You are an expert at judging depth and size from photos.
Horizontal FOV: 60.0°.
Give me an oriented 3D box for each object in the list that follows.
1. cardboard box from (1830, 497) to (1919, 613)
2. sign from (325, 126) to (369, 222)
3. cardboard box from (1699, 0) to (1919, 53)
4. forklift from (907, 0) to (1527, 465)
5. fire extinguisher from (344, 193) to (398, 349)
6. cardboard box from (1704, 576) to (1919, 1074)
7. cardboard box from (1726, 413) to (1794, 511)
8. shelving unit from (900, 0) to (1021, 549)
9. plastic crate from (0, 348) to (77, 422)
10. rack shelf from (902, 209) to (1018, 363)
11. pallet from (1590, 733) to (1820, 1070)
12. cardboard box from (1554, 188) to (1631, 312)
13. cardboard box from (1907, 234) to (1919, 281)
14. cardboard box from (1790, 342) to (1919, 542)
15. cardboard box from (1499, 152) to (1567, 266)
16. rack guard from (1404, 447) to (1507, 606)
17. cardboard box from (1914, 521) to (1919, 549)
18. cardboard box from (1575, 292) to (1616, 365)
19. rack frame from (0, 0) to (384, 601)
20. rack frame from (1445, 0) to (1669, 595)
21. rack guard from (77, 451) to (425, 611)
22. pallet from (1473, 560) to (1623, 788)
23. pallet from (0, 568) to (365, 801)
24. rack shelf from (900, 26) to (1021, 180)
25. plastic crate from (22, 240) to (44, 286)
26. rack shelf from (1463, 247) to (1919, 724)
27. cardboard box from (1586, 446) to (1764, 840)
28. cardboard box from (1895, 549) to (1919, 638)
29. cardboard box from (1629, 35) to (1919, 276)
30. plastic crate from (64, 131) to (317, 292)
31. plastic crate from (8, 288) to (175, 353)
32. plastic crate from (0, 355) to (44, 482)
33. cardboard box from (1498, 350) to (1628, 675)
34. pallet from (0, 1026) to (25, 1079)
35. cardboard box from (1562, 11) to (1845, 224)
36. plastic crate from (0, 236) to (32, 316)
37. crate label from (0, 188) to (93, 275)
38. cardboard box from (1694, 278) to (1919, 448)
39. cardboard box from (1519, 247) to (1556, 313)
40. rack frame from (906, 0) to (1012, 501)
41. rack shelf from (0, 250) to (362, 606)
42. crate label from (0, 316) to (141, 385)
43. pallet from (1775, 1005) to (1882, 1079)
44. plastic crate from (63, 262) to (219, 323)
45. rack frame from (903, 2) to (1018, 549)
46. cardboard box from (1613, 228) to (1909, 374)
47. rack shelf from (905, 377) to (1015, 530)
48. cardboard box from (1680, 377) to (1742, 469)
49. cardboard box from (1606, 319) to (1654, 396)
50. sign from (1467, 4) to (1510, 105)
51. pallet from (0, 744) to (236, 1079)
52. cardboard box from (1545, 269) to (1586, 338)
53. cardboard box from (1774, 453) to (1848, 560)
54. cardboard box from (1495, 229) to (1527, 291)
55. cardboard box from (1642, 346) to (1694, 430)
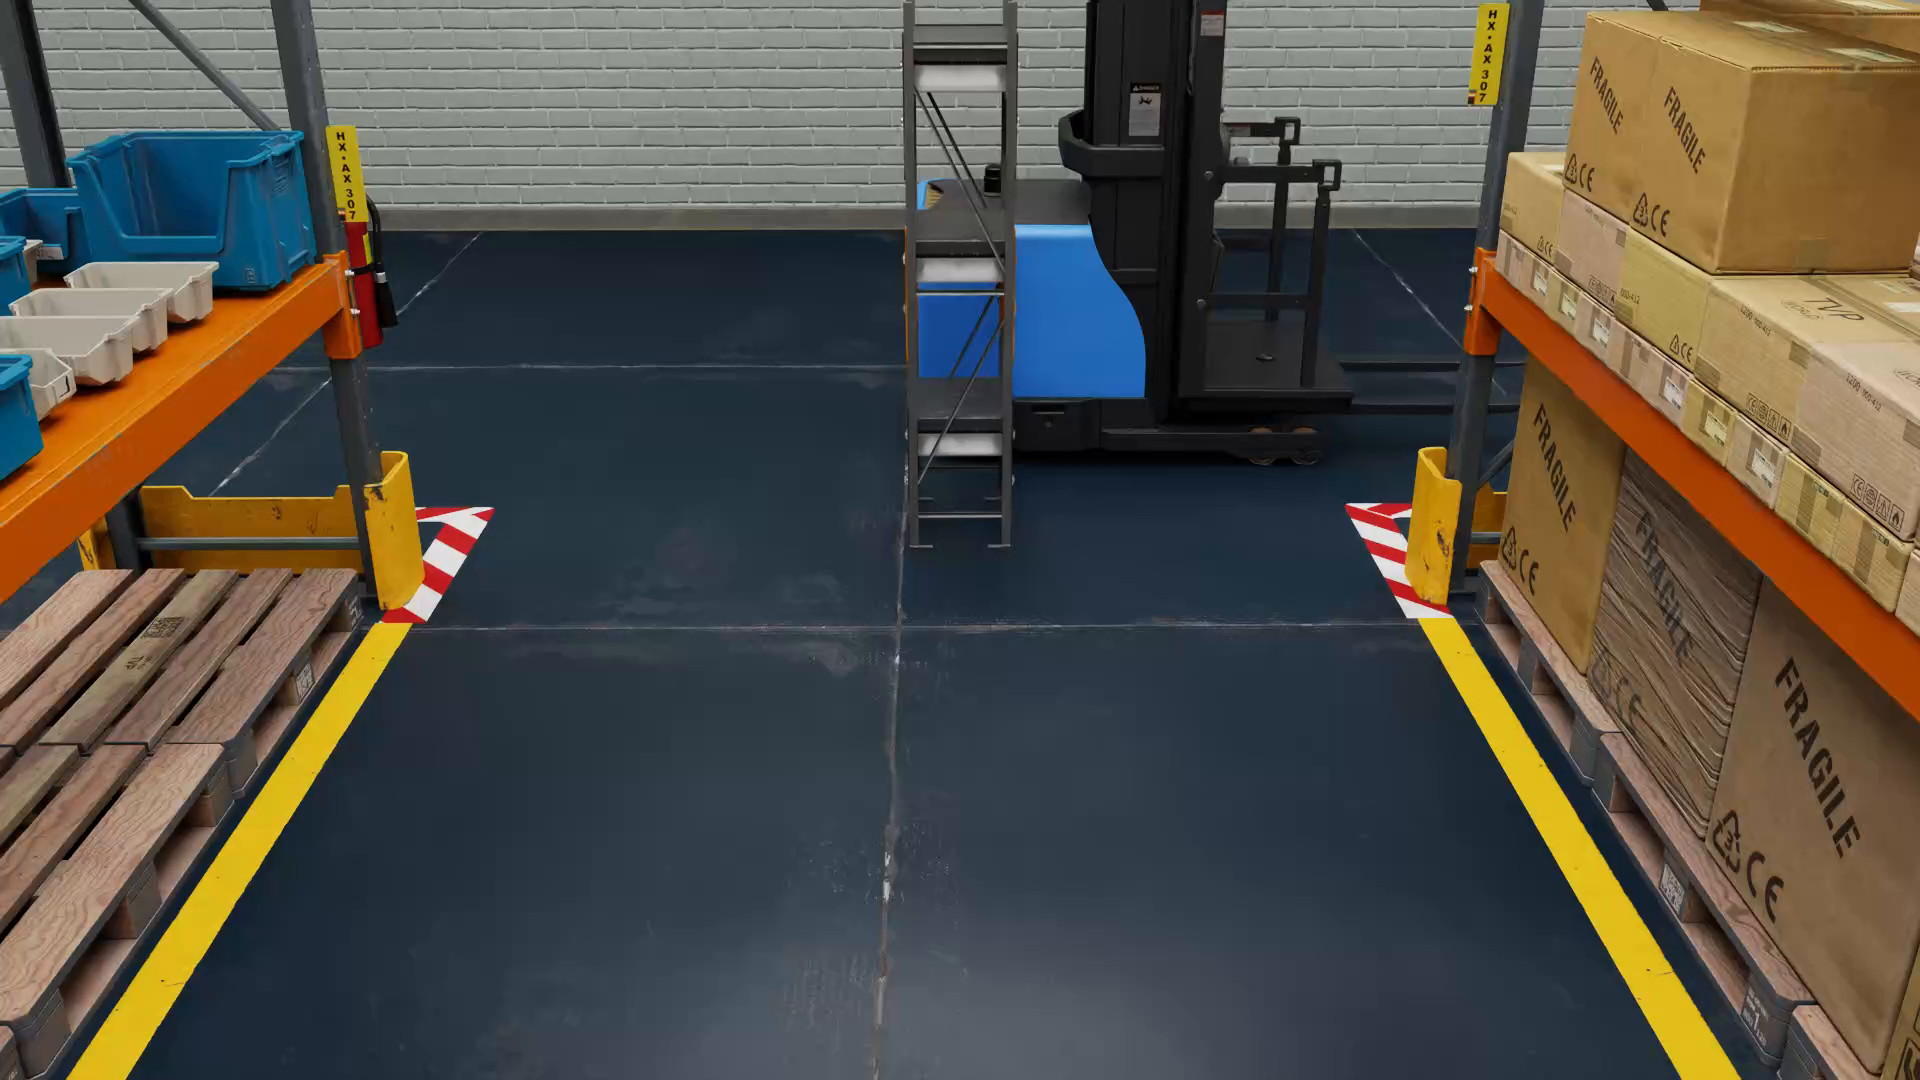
[{"bbox_3d":[2.015,0.029,3.352,0.380,0.149,0.250,0,24,0],"label":"cardboard box"},{"bbox_3d":[-2.089,-1.247,5.669,0.100,0.325,0.005,0,24,-1],"label":"sign"},{"bbox_3d":[2.582,-1.395,5.106,0.500,0.500,0.500,0,24,0],"label":"cardboard box"},{"bbox_3d":[1.280,-1.893,7.379,3.031,2.935,1.130,0,24,1],"label":"forklift"},{"bbox_3d":[-2.186,-1.023,5.918,0.296,0.674,0.183,0,24,-1],"label":"fire extinguisher"},{"bbox_3d":[2.420,0.596,3.861,0.875,0.875,0.875,0,24,-1],"label":"cardboard box"},{"bbox_3d":[2.011,-0.182,3.817,0.380,0.149,0.250,0,24,0],"label":"cardboard box"},{"bbox_3d":[-0.002,-1.025,6.468,0.431,2.100,0.503,0,24,-1],"label":"shelving unit"},{"bbox_3d":[-2.411,-0.380,4.196,0.298,0.136,0.250,0,24,-1],"label":"plastic crate"},{"bbox_3d":[-0.002,-1.012,6.474,0.431,0.518,0.480,0,24,-1],"label":"rack shelf"},{"bbox_3d":[2.411,0.915,4.470,1.003,0.211,1.213,0,24,-1],"label":"pallet"},{"bbox_3d":[2.061,-0.840,4.788,0.500,0.250,0.500,-1,24,-1],"label":"cardboard box"},{"bbox_3d":[2.595,-0.636,4.337,0.500,0.250,0.500,-1,24,-2],"label":"cardboard box"},{"bbox_3d":[2.076,-0.209,3.393,0.500,0.250,0.500,0,24,1],"label":"cardboard box"},{"bbox_3d":[2.049,-1.054,5.262,0.500,0.250,0.500,-1,24,-2],"label":"cardboard box"},{"bbox_3d":[2.314,-0.057,6.269,1.175,0.500,0.348,0,24,-1],"label":"rack guard"},{"bbox_3d":[2.082,0.001,2.928,0.500,0.250,0.500,0,24,1],"label":"cardboard box"},{"bbox_3d":[1.999,-0.605,4.752,0.380,0.149,0.250,-1,24,-1],"label":"cardboard box"},{"bbox_3d":[-2.639,-1.164,5.683,1.000,3.000,0.127,0,24,-1],"label":"rack frame"},{"bbox_3d":[2.314,-1.186,5.732,1.000,3.000,0.127,0,24,-1],"label":"rack frame"},{"bbox_3d":[-2.652,-0.035,6.220,1.175,0.500,0.348,0,24,-1],"label":"rack guard"},{"bbox_3d":[2.401,0.414,5.579,1.003,0.211,1.213,0,24,-1],"label":"pallet"},{"bbox_3d":[-2.669,0.447,5.506,1.003,0.211,1.213,0,24,-1],"label":"pallet"},{"bbox_3d":[-0.002,-1.650,6.185,0.431,0.518,0.480,0,24,-1],"label":"rack shelf"},{"bbox_3d":[-3.045,-0.835,5.204,0.250,0.136,0.298,0,24,-1],"label":"plastic crate"},{"bbox_3d":[2.336,-0.034,4.058,1.077,0.370,4.000,0,24,-1],"label":"rack shelf"},{"bbox_3d":[2.411,0.229,4.672,0.875,0.875,0.875,0,24,-1],"label":"cardboard box"},{"bbox_3d":[2.018,0.135,3.117,0.380,0.149,0.250,0,24,0],"label":"cardboard box"},{"bbox_3d":[2.066,-0.976,4.180,0.500,0.500,0.500,-1,24,-2],"label":"cardboard box"},{"bbox_3d":[-2.448,-1.070,5.360,0.616,0.435,0.499,0,24,-1],"label":"plastic crate"},{"bbox_3d":[-2.460,-0.616,4.719,0.396,0.136,0.243,0,24,-1],"label":"plastic crate"},{"bbox_3d":[-2.360,-0.270,3.836,0.416,0.233,0.300,0,24,-1],"label":"plastic crate"},{"bbox_3d":[2.401,-0.146,5.501,0.875,0.875,0.875,0,24,-1],"label":"cardboard box"},{"bbox_3d":[-2.642,1.452,3.283,1.003,0.211,1.213,0,24,-1],"label":"pallet"},{"bbox_3d":[2.055,-1.190,4.652,0.500,0.500,0.500,-1,24,-2],"label":"cardboard box"},{"bbox_3d":[-2.958,-0.740,4.877,0.416,0.233,0.300,0,24,-1],"label":"plastic crate"},{"bbox_3d":[-2.965,-1.011,5.477,0.416,0.233,0.303,0,24,-1],"label":"crate label"},{"bbox_3d":[2.074,-0.418,3.855,0.500,0.250,0.500,-1,24,-2],"label":"cardboard box"},{"bbox_3d":[1.992,-0.818,5.223,0.380,0.149,0.250,-1,24,-1],"label":"cardboard box"},{"bbox_3d":[-0.004,-1.125,6.690,0.400,2.100,0.015,0,24,-1],"label":"rack frame"},{"bbox_3d":[-2.617,-0.012,4.009,1.077,0.370,4.000,0,24,-1],"label":"rack shelf"},{"bbox_3d":[-2.433,-0.501,4.466,0.396,0.136,0.243,0,24,-1],"label":"crate label"},{"bbox_3d":[2.427,1.419,3.356,1.003,0.211,1.213,0,24,-1],"label":"pallet"},{"bbox_3d":[-2.449,-0.736,4.984,0.396,0.136,0.243,0,24,-1],"label":"plastic crate"},{"bbox_3d":[0.001,-0.924,6.246,0.400,2.100,0.015,0,24,-1],"label":"rack frame"},{"bbox_3d":[2.063,-0.633,4.330,0.500,0.250,0.500,-1,24,-2],"label":"cardboard box"},{"bbox_3d":[-0.002,-0.375,6.762,0.431,0.518,0.480,0,24,-1],"label":"rack shelf"},{"bbox_3d":[2.006,-0.290,4.056,0.380,0.149,0.250,-1,24,-2],"label":"cardboard box"},{"bbox_3d":[2.001,-0.500,4.521,0.380,0.149,0.250,-1,24,-2],"label":"cardboard box"},{"bbox_3d":[1.759,-1.616,5.537,0.100,0.325,0.005,0,24,-1],"label":"sign"},{"bbox_3d":[-2.658,0.948,4.397,1.003,0.211,1.213,0,24,-1],"label":"pallet"},{"bbox_3d":[1.995,-0.712,4.990,0.380,0.149,0.250,-1,24,-2],"label":"cardboard box"},{"bbox_3d":[2.012,-0.077,3.585,0.380,0.149,0.250,-1,24,-1],"label":"cardboard box"},{"bbox_3d":[1.988,-0.924,5.457,0.380,0.149,0.250,0,24,0],"label":"cardboard box"},{"bbox_3d":[2.004,-0.394,4.286,0.380,0.149,0.250,-1,24,-1],"label":"cardboard box"}]
